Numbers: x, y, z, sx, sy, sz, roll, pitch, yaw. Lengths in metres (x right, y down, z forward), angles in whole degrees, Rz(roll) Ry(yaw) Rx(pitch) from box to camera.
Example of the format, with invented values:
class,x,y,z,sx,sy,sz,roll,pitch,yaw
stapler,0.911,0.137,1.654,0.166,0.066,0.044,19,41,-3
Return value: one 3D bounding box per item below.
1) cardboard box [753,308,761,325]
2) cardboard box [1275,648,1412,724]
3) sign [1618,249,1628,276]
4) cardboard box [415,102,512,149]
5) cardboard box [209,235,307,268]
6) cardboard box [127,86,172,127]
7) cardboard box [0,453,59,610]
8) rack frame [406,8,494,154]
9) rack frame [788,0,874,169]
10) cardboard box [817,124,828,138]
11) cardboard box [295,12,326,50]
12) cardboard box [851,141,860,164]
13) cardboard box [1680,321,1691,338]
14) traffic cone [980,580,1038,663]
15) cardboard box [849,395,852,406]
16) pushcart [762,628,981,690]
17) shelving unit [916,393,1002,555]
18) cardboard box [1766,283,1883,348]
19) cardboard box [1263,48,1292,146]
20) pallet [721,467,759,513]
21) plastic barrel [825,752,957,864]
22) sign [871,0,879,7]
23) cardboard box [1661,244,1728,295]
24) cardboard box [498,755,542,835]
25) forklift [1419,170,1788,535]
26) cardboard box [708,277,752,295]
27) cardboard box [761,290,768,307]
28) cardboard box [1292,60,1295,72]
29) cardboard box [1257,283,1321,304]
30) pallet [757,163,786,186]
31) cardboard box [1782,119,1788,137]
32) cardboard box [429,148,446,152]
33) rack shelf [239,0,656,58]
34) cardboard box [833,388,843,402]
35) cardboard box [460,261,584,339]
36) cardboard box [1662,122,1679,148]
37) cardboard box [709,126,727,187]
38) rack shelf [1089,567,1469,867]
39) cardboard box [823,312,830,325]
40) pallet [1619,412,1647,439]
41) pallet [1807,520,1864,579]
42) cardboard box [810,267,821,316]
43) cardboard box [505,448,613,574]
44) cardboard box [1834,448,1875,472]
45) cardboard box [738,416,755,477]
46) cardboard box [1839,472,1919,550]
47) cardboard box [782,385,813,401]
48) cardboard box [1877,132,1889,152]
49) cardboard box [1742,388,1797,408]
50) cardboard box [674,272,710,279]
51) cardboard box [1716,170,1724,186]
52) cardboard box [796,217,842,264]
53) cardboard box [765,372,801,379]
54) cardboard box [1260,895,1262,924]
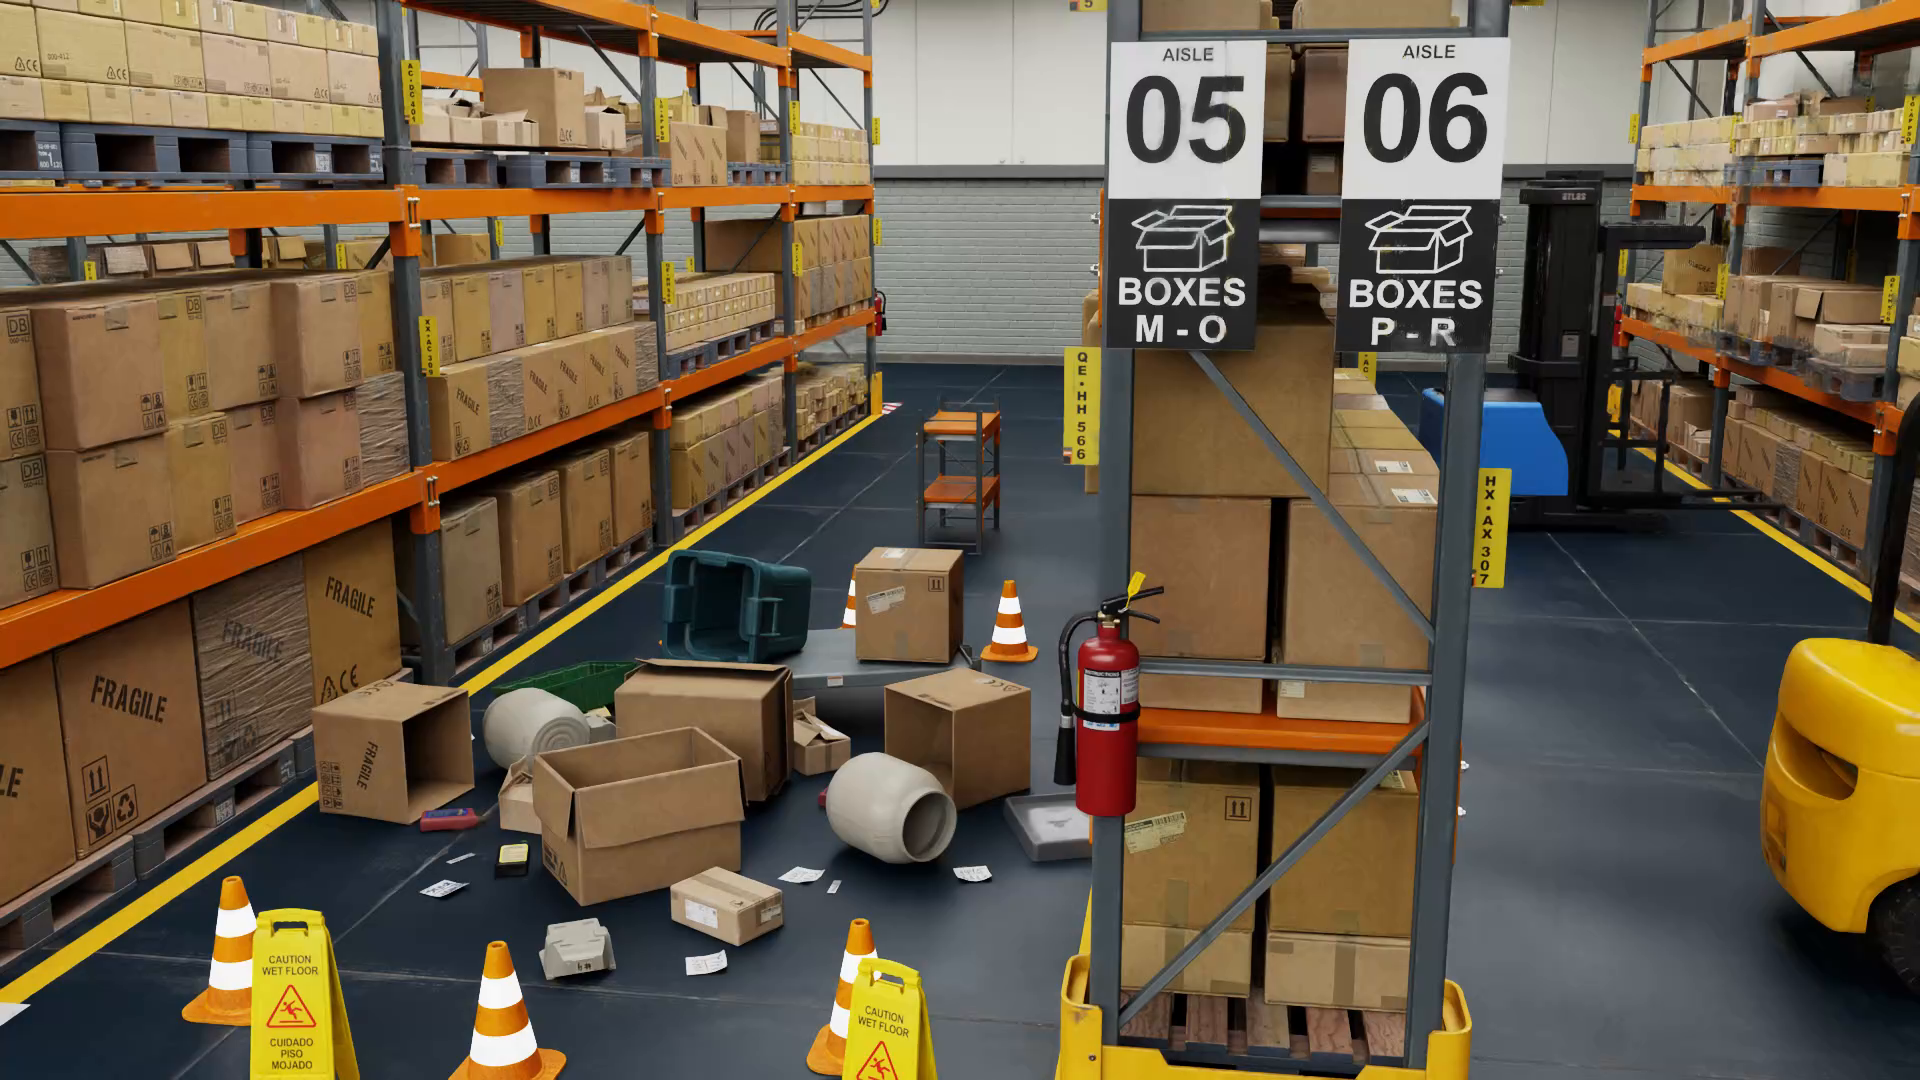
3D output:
class,x,y,z,sx,sy,sz,roll,pitch,yaw
cardboard box,-2.124,-2.151,15.952,0.380,0.149,0.250,2,12,8
cardboard box,1.139,0.433,4.961,0.380,0.149,0.250,2,12,9
sign,7.712,-3.237,19.340,0.100,0.325,0.005,2,12,9
cardboard box,-3.279,-2.753,11.004,0.500,0.311,0.500,2,12,8
cardboard box,-7.155,-2.851,16.984,0.797,0.503,0.637,2,12,7
cardboard box,-3.423,-1.740,6.687,0.380,0.149,0.250,2,12,9
cardboard box,-3.949,-0.032,6.168,0.875,0.550,0.550,2,12,9
rack frame,-6.449,-6.210,20.950,1.000,3.000,0.127,2,12,9
rack frame,-1.564,-6.029,20.107,1.000,3.000,0.127,2,12,9
cardboard box,-1.646,-4.420,17.987,0.380,0.149,0.250,3,12,11
cardboard box,-3.229,-2.394,7.831,0.380,0.149,0.250,2,12,9
cardboard box,-1.461,-4.523,19.408,0.500,0.250,0.500,2,12,7
cardboard box,7.545,-2.133,16.868,0.380,0.149,0.250,2,12,8
traffic cone,0.304,0.478,10.176,0.336,0.463,0.334,2,12,9
cardboard box,-1.504,-1.682,19.949,0.380,0.149,0.250,2,12,8
pushcart,-0.763,0.760,9.072,1.648,0.377,0.936,-2,12,-11
shelving unit,0.001,-0.551,13.381,0.538,1.125,1.048,2,12,9
cardboard box,7.137,-1.853,13.739,0.700,0.500,0.500,2,12,8
cardboard box,0.694,-1.280,4.840,0.500,0.250,0.500,2,12,8
pallet,-2.483,-0.483,15.235,1.003,0.211,1.213,2,12,9
plastic barrel,-0.296,1.155,7.131,0.421,0.421,0.512,-10,16,-40
sign,-1.019,-6.540,19.888,0.100,0.325,0.005,2,12,9
cardboard box,7.682,-2.837,17.408,0.500,0.500,0.500,2,12,10
cardboard box,-1.854,1.156,7.498,0.396,0.266,0.258,4,13,18
forklift,5.505,-1.594,13.931,3.031,2.935,1.130,1,12,5
cardboard box,-2.170,-2.382,15.615,0.380,0.149,0.250,2,12,8
cardboard box,-2.085,-2.347,16.157,0.380,0.149,0.250,2,12,9
cardboard box,1.403,-1.742,6.041,0.380,0.149,0.250,2,12,10
cardboard box,1.021,-0.736,6.473,0.700,0.500,0.500,2,12,8
pallet,-2.379,-3.513,15.998,1.213,0.211,1.003,2,12,9
cardboard box,7.107,-3.440,13.872,0.380,0.149,0.250,2,12,9
cardboard box,-6.682,-4.824,20.165,0.700,0.500,0.500,1,12,7
rack shelf,-3.102,-3.400,10.565,1.077,0.370,4.000,2,12,9
cardboard box,-1.566,-1.665,19.161,0.380,0.149,0.250,3,12,11
cardboard box,-3.026,-1.663,11.479,0.700,0.500,0.500,2,12,8
cardboard box,7.771,-4.285,17.599,0.500,0.250,0.500,2,12,8
cardboard box,-2.302,-3.265,14.164,0.500,0.500,0.500,2,12,9
rack shelf,1.190,0.309,6.645,1.077,0.370,4.000,2,12,9
cardboard box,-1.658,-2.464,18.405,0.380,0.149,0.250,2,12,11
pallet,8.114,-1.251,18.800,1.003,0.211,1.213,2,12,9
pallet,7.170,0.078,12.631,1.003,0.211,1.213,2,12,9
cardboard box,-1.785,-2.656,17.753,0.500,0.500,0.500,2,12,9
cardboard box,-3.108,-0.230,11.784,1.050,0.750,0.750,2,12,10
cardboard box,6.855,-0.600,12.556,0.380,0.149,0.250,1,12,6
cardboard box,-2.207,-0.871,15.351,0.500,0.500,0.500,2,12,7
cardboard box,6.870,-0.209,12.282,0.500,0.500,0.500,2,12,10
cardboard box,-1.813,-1.595,18.134,0.380,0.149,0.250,2,12,7
cardboard box,6.959,-2.908,12.156,0.380,0.149,0.250,2,12,10
cardboard box,7.322,-1.288,15.040,0.380,0.149,0.250,1,12,6
cardboard box,-2.694,-2.569,16.483,0.380,0.149,0.250,3,12,12
cardboard box,7.437,-3.443,15.824,0.380,0.149,0.250,2,12,9
cardboard box,-1.616,-3.351,18.608,0.500,0.500,0.500,1,12,7
cardboard box,-2.078,-1.879,19.450,0.380,0.149,0.250,2,12,11
cardboard box,1.365,1.248,6.112,0.500,0.250,0.500,2,12,11
